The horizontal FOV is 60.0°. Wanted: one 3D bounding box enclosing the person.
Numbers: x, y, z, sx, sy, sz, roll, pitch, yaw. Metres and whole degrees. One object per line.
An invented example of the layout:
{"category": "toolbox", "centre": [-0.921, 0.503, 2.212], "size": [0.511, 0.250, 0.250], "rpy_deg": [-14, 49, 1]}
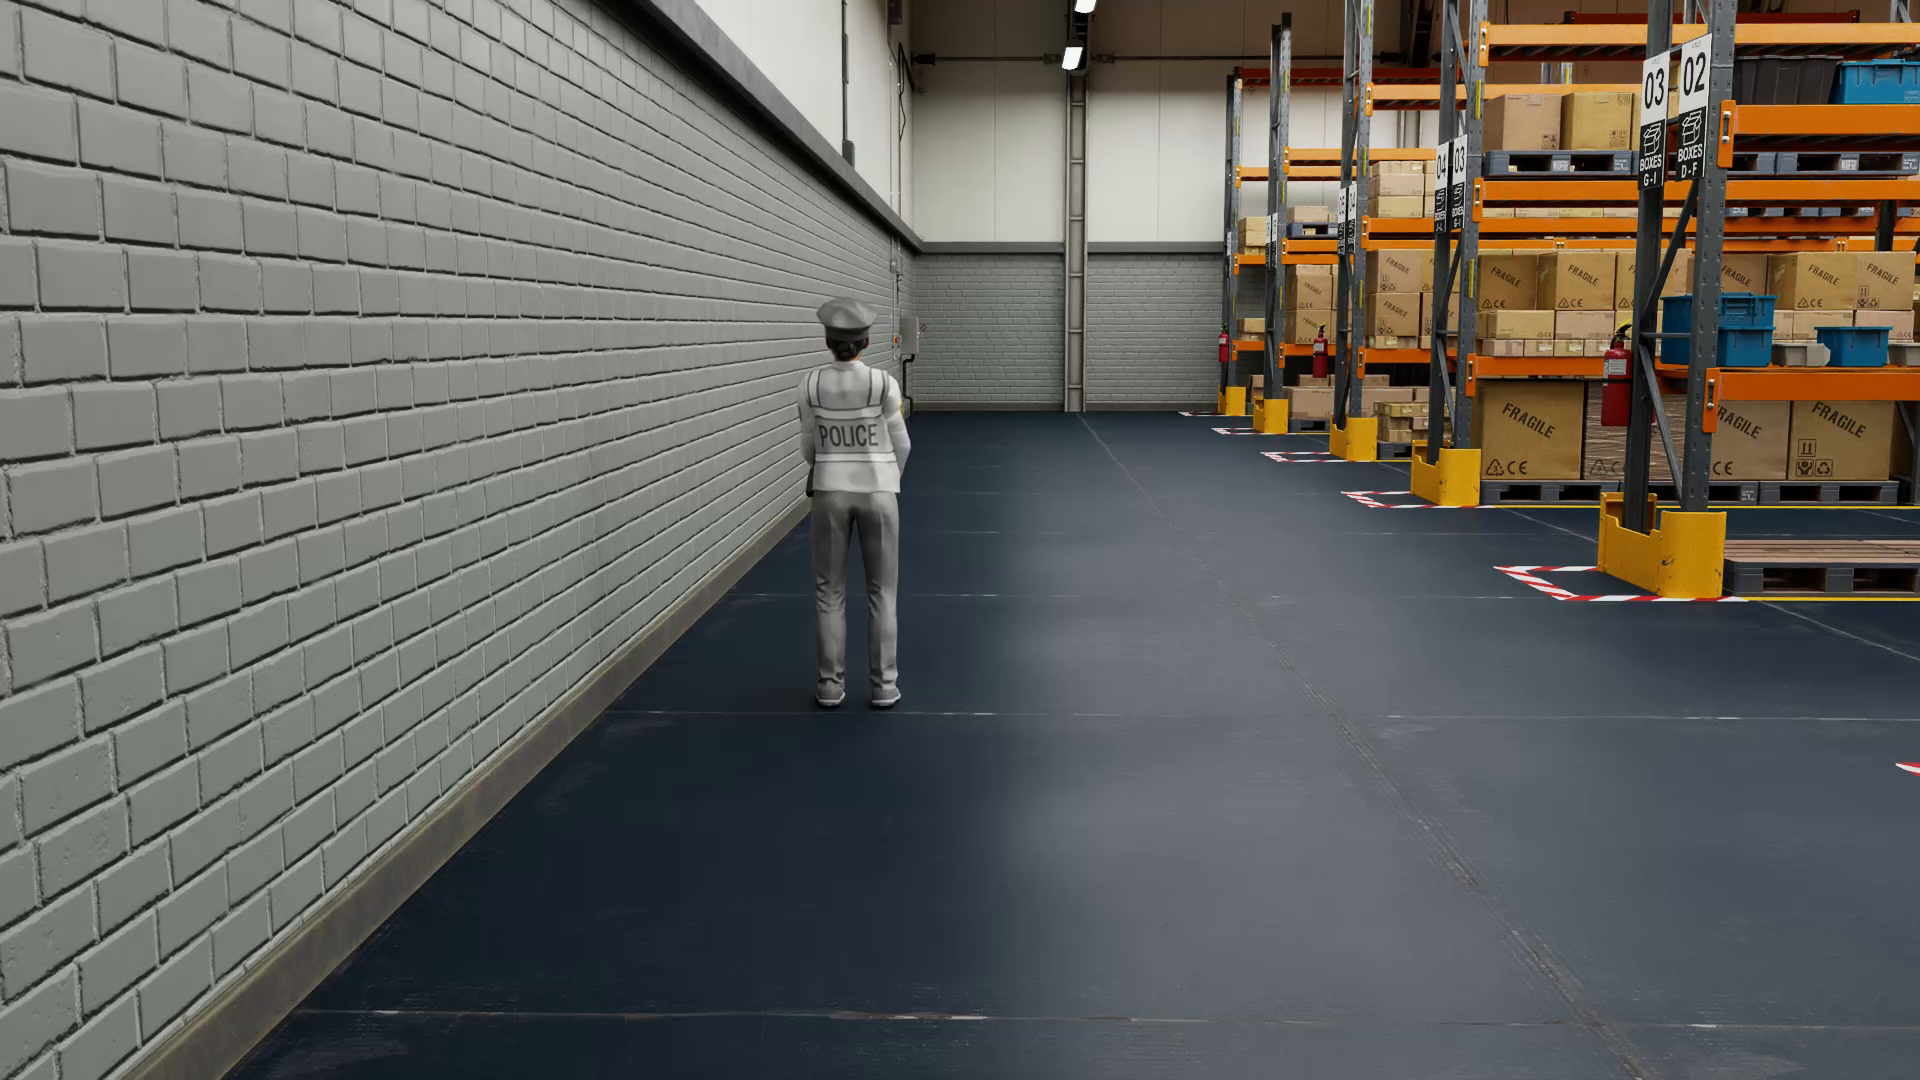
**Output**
{"category": "person", "centre": [-0.432, -0.160, 6.925], "size": [0.459, 1.686, 0.562], "rpy_deg": [0, 7, 2]}
